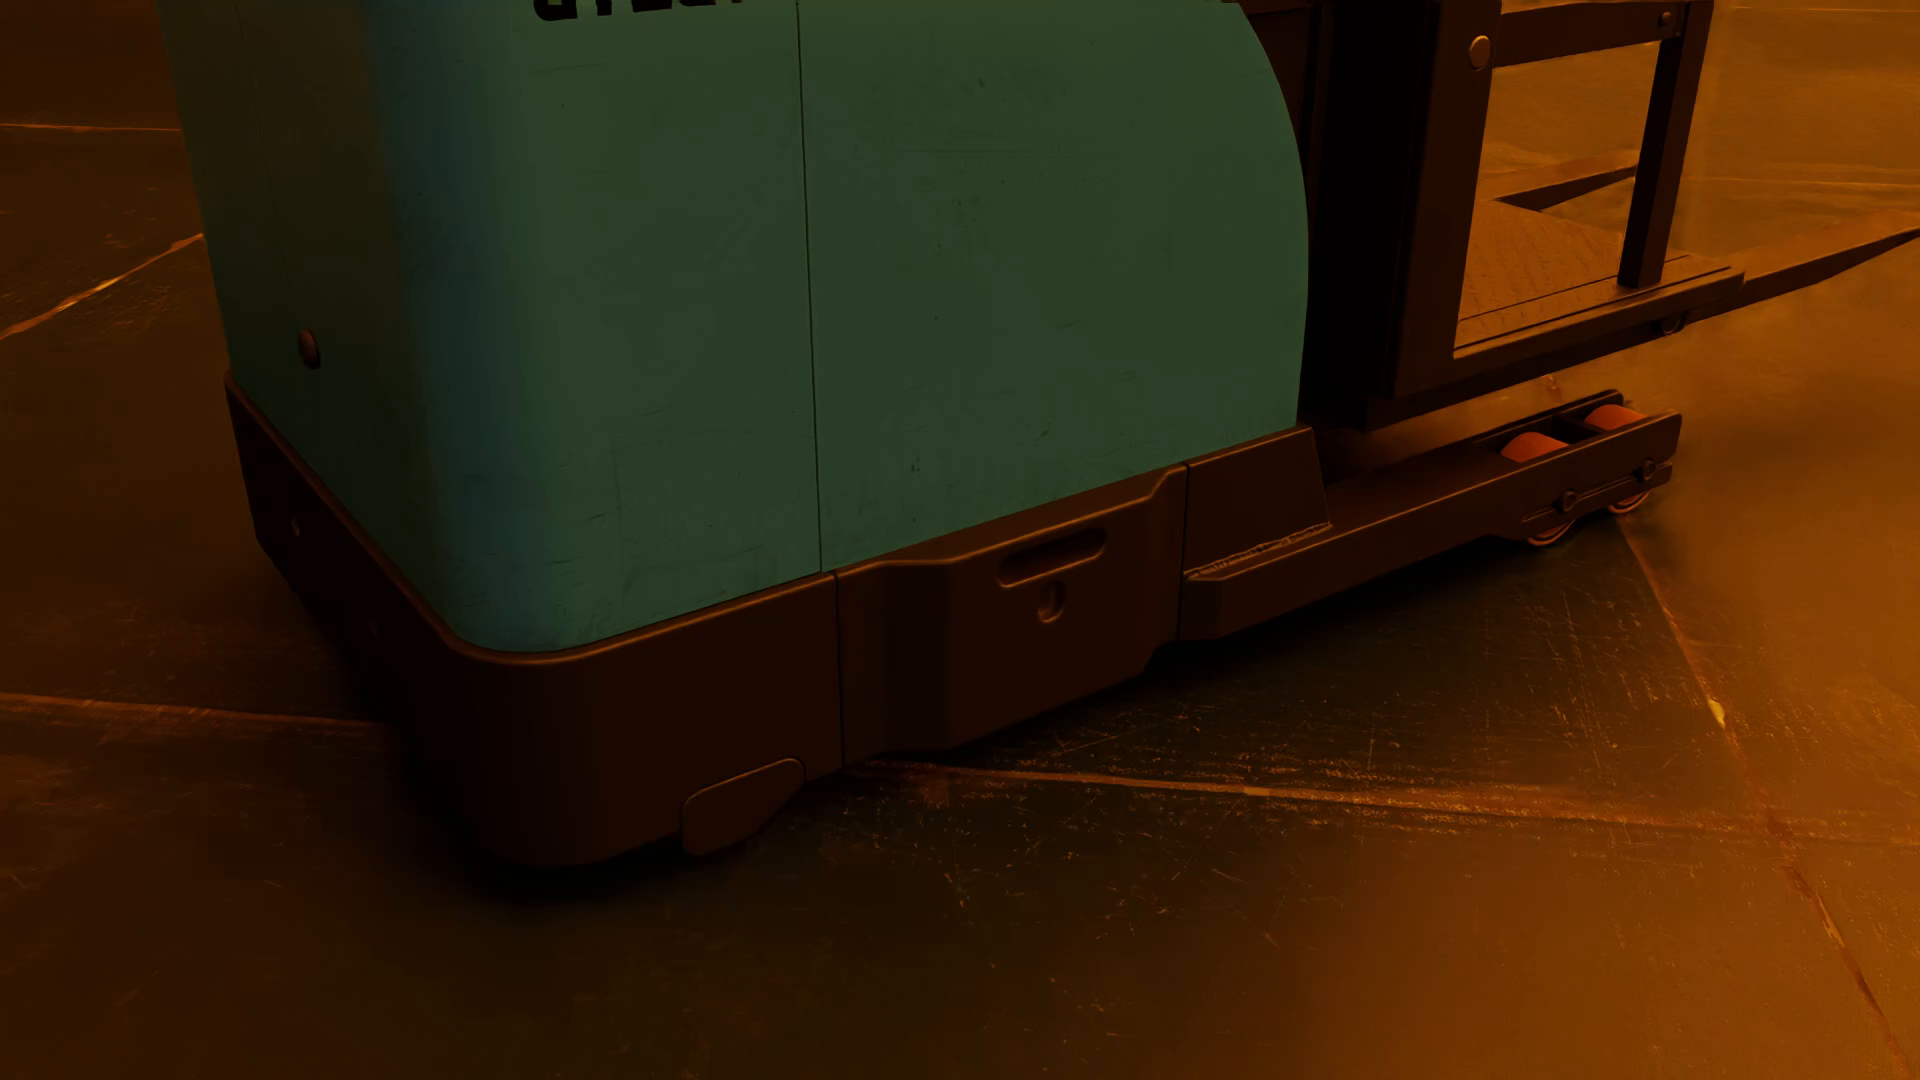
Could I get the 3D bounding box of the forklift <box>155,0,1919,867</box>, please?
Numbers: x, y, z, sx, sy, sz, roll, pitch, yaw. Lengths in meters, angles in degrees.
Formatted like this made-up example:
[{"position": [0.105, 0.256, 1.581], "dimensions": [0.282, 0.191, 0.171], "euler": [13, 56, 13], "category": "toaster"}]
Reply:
[{"position": [0.498, -1.478, 2.179], "dimensions": [3.031, 2.935, 1.130], "euler": [-17, 31, -31], "category": "forklift"}]
